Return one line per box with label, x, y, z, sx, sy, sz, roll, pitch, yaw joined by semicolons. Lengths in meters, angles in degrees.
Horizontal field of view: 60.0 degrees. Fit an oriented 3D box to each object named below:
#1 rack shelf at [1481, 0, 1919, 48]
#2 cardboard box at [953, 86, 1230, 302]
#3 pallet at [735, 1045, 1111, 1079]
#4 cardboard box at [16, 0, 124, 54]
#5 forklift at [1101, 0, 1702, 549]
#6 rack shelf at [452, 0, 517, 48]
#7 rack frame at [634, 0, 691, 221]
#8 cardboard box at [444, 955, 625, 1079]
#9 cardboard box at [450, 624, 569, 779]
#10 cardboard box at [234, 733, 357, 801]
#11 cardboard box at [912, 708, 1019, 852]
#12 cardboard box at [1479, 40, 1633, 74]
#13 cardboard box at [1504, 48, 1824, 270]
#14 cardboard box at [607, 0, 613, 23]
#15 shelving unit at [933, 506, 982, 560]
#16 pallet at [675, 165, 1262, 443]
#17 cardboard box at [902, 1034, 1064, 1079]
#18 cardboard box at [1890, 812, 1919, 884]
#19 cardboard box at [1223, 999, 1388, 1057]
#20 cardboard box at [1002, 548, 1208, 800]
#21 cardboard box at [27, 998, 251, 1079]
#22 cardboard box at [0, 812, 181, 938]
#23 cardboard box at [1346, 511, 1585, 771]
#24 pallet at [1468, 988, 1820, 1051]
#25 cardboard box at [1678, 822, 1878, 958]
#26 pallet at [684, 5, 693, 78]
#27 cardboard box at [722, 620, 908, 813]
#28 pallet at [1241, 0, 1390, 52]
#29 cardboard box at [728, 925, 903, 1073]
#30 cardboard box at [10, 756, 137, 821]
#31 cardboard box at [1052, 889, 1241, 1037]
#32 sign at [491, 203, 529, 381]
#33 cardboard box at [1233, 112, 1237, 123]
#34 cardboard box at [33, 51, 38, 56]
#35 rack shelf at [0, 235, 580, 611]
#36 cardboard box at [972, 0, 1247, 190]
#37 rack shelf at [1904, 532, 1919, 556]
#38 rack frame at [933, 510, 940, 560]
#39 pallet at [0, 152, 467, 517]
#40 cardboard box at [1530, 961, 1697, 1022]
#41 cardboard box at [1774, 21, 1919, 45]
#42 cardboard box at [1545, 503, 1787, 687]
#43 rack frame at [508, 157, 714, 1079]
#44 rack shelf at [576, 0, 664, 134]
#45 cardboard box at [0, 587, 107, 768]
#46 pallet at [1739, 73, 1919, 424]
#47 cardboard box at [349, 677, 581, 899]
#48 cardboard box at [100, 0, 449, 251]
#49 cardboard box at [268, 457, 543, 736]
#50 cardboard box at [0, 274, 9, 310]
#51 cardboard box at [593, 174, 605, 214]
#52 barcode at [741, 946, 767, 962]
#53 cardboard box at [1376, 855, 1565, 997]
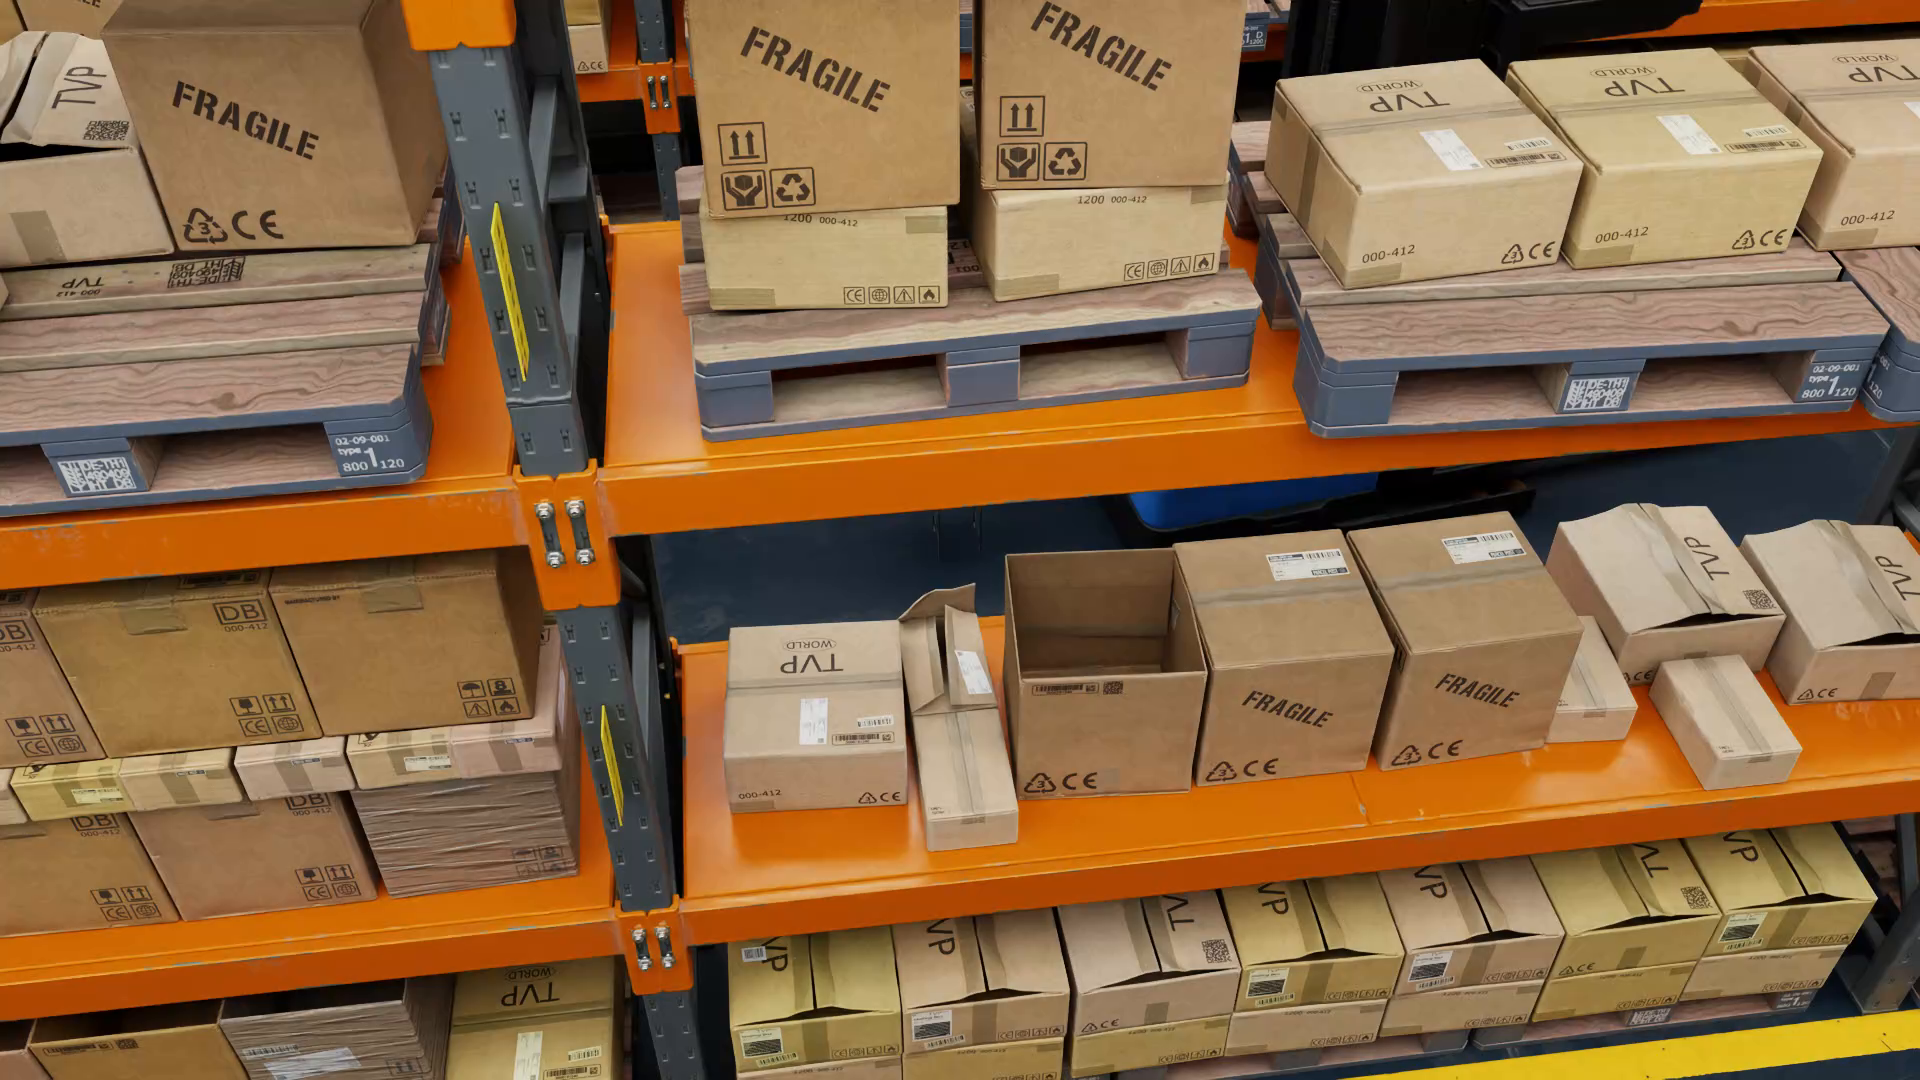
rack shelf;4.409;-3.026;9.117;4.000;0.370;1.077;-5;42;-6
cardboard box;0.262;-0.793;3.664;0.500;0.250;0.500;-9;43;-10
pallet;-0.169;1.463;5.685;1.213;0.211;1.003;-5;42;-6
cardboard box;-3.989;-2.574;7.616;0.500;0.500;0.500;-6;42;-7
forklift;2.106;-1.493;6.932;3.031;2.935;1.130;-11;43;-12
rack shelf;1.089;-1.468;3.210;4.000;0.370;1.077;-5;42;-6
rack frame;-1.540;-2.772;8.299;0.127;3.000;1.000;-5;42;-6
cardboard box;-1.325;1.568;5.227;0.500;0.250;0.500;-5;42;-6
cardboard box;-1.136;0.405;4.217;0.250;0.149;0.380;-5;42;-6
cardboard box;-1.641;0.450;4.168;0.250;0.149;0.380;-6;42;-7
cardboard box;0.011;0.670;4.671;0.250;0.149;0.380;-5;42;-6
cardboard box;3.172;-2.454;9.237;0.750;0.750;0.750;-6;42;-6
cardboard box;1.544;-0.867;3.746;0.500;0.250;0.500;-6;42;-6
cardboard box;-2.034;-2.825;8.455;0.500;0.250;0.500;-5;42;-5
shelving unit;-0.014;-0.444;7.062;0.189;1.200;0.258;-5;42;-6
pallet;-0.021;-0.610;3.806;1.217;0.209;0.805;-7;42;-7
cardboard box;0.045;1.469;5.337;0.500;0.250;0.500;-4;42;-4
cardboard box;3.561;1.085;5.560;0.500;0.500;0.500;-3;42;-4
cardboard box;1.063;1.378;5.437;0.500;0.250;0.500;-4;42;-5
cardboard box;0.392;0.379;4.731;0.500;0.500;0.500;-2;42;-2
cardboard box;-2.318;1.371;4.885;0.500;0.500;0.500;-5;42;-6
cardboard box;-2.353;0.614;4.470;0.500;0.500;0.700;-4;42;-5
cardboard box;1.411;0.290;4.830;0.500;0.500;0.500;-7;43;-8
pallet;2.251;1.251;5.920;1.213;0.211;1.003;-5;42;-6
cardboard box;2.585;1.036;5.398;0.500;0.311;0.500;-4;42;-4
pallet;-0.763;-2.670;8.329;1.213;0.211;1.003;-5;42;-6
cardboard box;-0.412;0.502;4.782;0.500;0.250;0.500;-3;42;-3
pallet;1.733;-2.915;8.601;1.003;0.211;1.213;-5;42;-6
cardboard box;-0.452;1.304;5.101;0.500;0.311;0.500;-5;42;-5
cardboard box;-2.145;0.493;4.120;0.250;0.149;0.380;-5;42;-6
cardboard box;0.558;1.218;5.196;0.500;0.311;0.500;-6;42;-7
sign;-0.821;-0.449;3.039;0.005;0.325;0.100;-5;42;-6
cardboard box;1.193;-2.290;9.302;0.500;0.500;0.700;-5;42;-6
cardboard box;-4.468;-2.262;7.831;0.500;0.250;0.500;-6;42;-7
rack shelf;-2.877;-0.155;3.695;4.000;0.370;1.077;-5;42;-6
cardboard box;0.284;-1.067;3.408;0.500;0.500;0.500;-1;42;-1
rack shelf;5.055;0.264;5.470;4.000;0.370;1.077;-5;42;-6
rack frame;-0.105;-0.436;7.053;0.006;1.200;0.240;-5;42;-6
pallet;-1.736;-0.472;3.576;1.213;0.211;1.003;-5;42;-6
cardboard box;2.072;1.290;5.535;0.500;0.250;0.500;-5;42;-6
cardboard box;4.884;-2.602;9.402;0.750;0.750;0.750;-4;42;-4
cardboard box;2.160;0.152;5.123;0.500;0.311;0.500;-5;42;-6
rack frame;-0.894;0.518;4.652;0.127;3.000;1.000;-5;42;-6
rack shelf;-3.523;-2.331;8.347;4.000;0.370;1.077;-5;42;-6
cardboard box;-2.331;0.129;4.039;0.500;0.500;0.700;-5;42;-6
pallet;2.411;-0.755;3.964;1.003;0.211;1.213;-3;42;-4
cardboard box;-1.333;0.523;4.571;0.500;0.500;0.700;-6;42;-7
cardboard box;-1.428;-0.973;3.572;0.500;0.500;0.500;-2;42;-2
cardboard box;-1.333;0.041;4.136;0.500;0.500;0.700;-5;42;-5
cardboard box;-2.055;-0.425;3.226;0.250;0.149;0.380;-5;42;-6
cardboard box;-2.067;-1.817;9.027;0.250;0.166;0.380;-10;43;-11
barcode;-0.587;1.180;4.738;0.075;0.075;0.001;-5;42;-6
cardboard box;1.569;1.128;5.296;0.500;0.311;0.500;-5;42;-6
